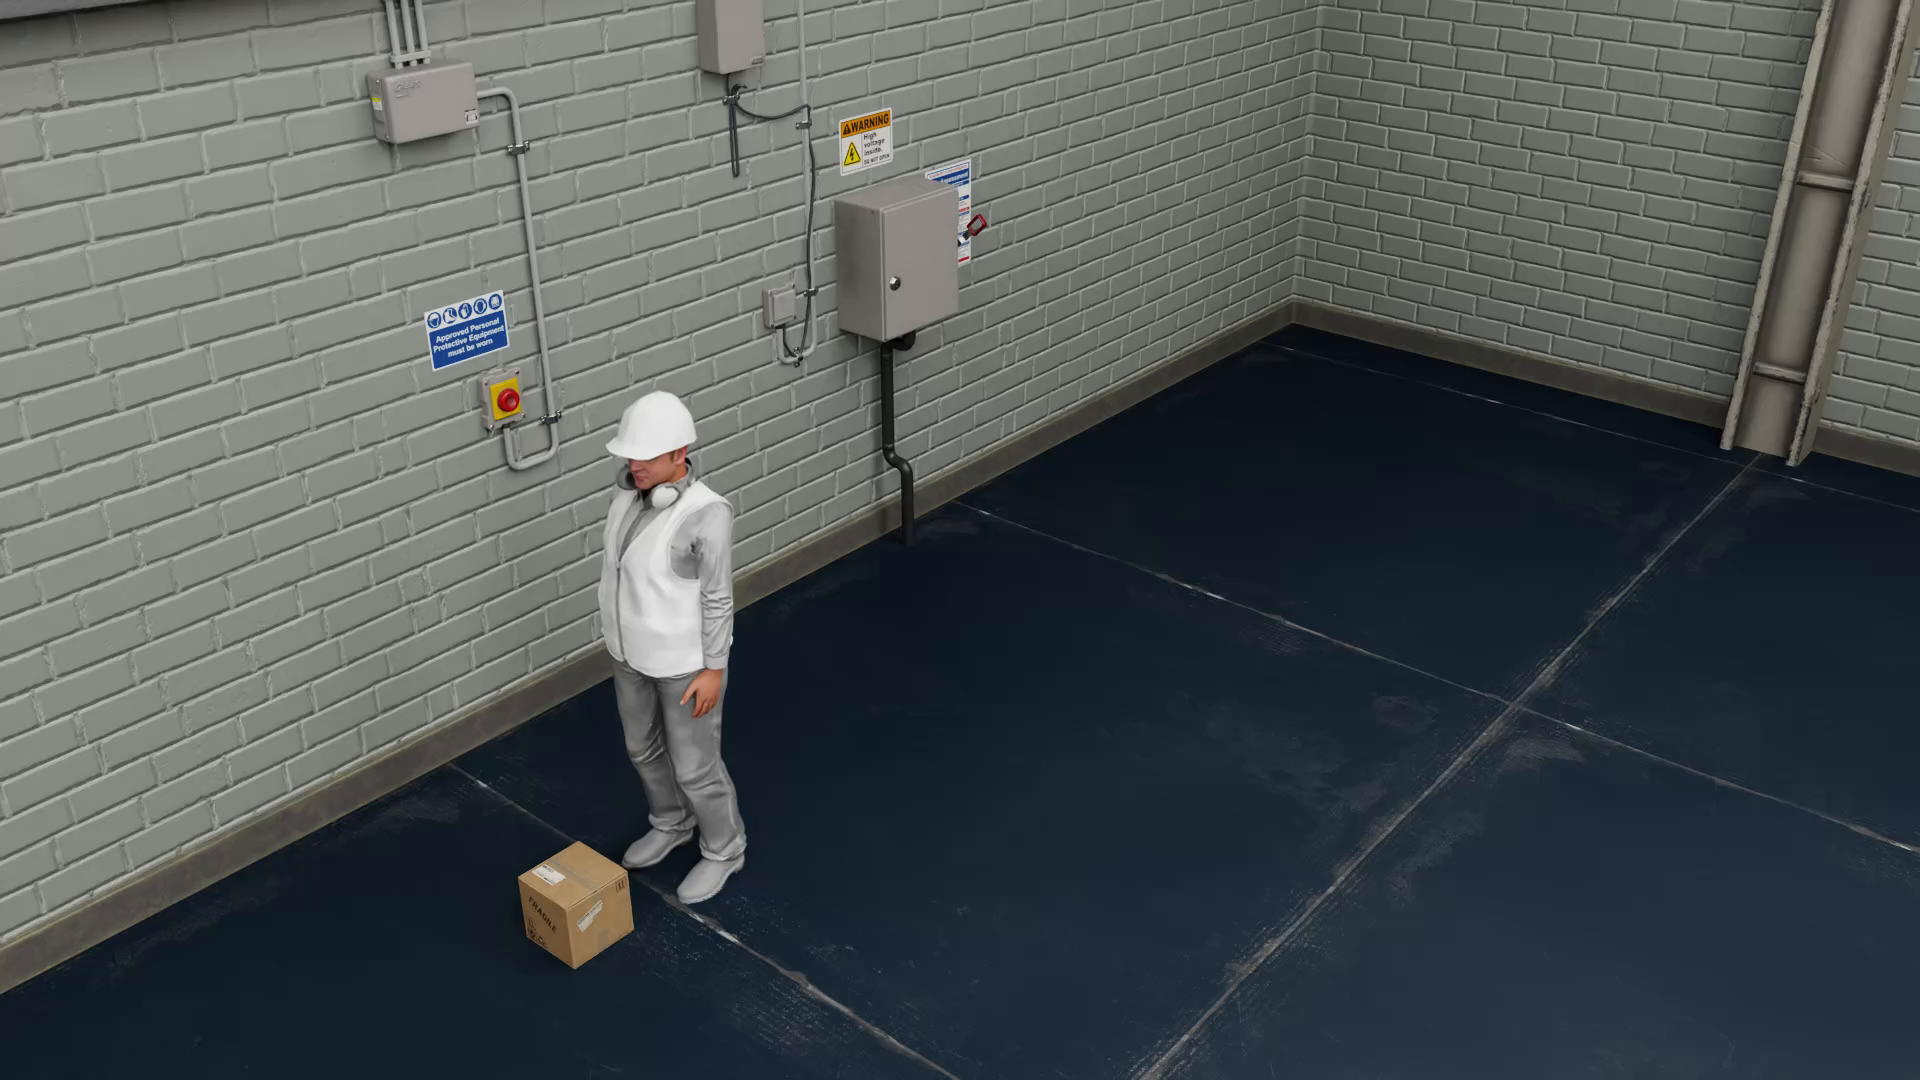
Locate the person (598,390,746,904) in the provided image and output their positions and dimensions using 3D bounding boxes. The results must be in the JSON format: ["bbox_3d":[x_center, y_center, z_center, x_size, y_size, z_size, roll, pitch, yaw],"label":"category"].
[{"bbox_3d":[-0.941,0.360,5.408,0.532,1.780,0.359,22,34,36],"label":"person"}]
